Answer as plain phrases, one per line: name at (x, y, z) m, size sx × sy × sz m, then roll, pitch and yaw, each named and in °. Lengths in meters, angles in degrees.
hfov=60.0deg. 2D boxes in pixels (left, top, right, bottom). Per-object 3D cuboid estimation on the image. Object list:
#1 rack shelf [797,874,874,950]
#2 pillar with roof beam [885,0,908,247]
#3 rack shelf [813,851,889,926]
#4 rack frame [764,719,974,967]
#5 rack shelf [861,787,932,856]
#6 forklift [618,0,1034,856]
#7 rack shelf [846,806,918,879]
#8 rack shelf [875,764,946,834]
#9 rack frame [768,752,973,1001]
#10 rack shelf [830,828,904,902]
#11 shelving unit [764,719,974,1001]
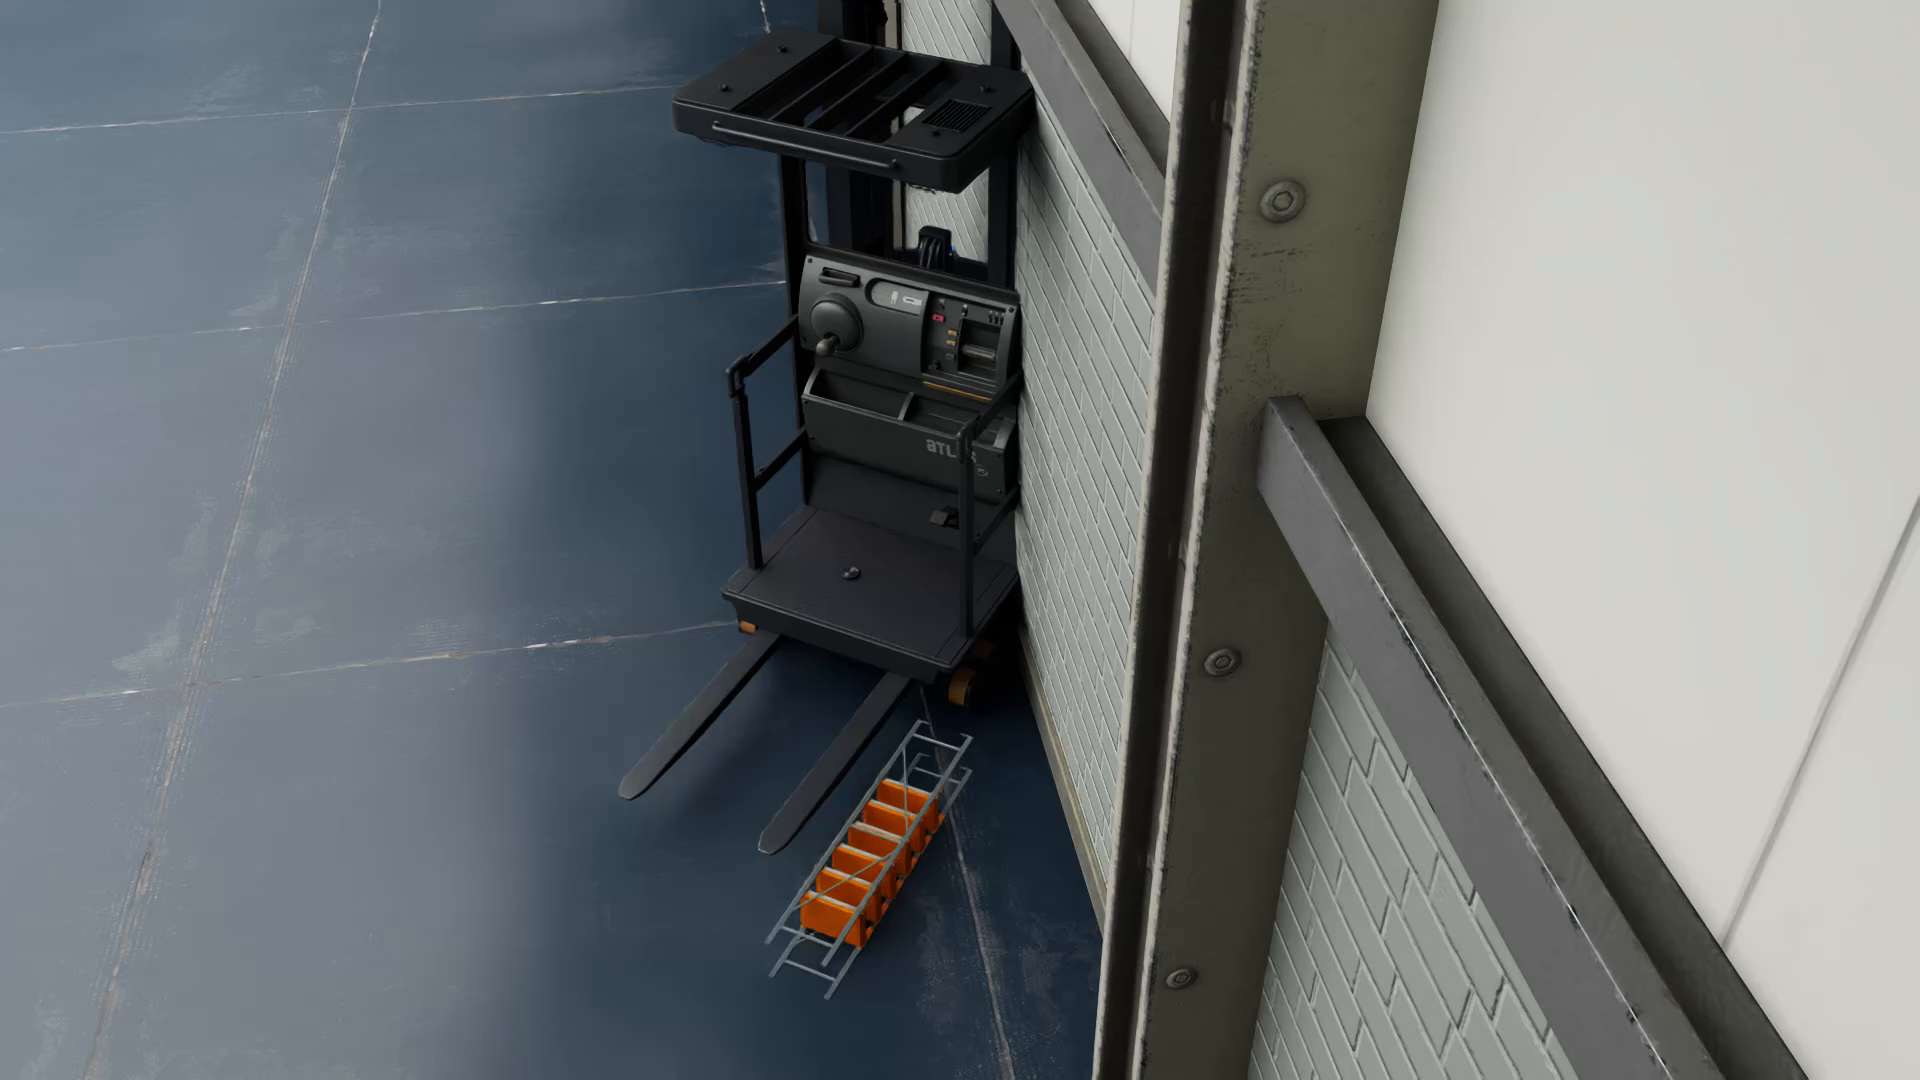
rack shelf at (-0.440, 1.319, 5.895) m, size 0.258 × 0.180 × 0.103 m, roll 16°, pitch 41°, yaw 19°
pillar with roof beam at (-4.713, -4.653, 6.404) m, size 9.100 × 9.000 × 0.400 m, roll -6°, pitch 38°, yaw -8°
rack shelf at (-0.390, 1.252, 5.981) m, size 0.258 × 0.180 × 0.103 m, roll 16°, pitch 41°, yaw 19°
rack frame at (-0.308, 1.071, 6.065) m, size 0.240 × 0.006 × 1.200 m, roll 16°, pitch 41°, yaw 19°
rack shelf at (-0.239, 1.051, 6.239) m, size 0.258 × 0.180 × 0.103 m, roll 16°, pitch 41°, yaw 19°
forklift at (-0.304, -0.779, 6.363) m, size 1.130 × 2.935 × 3.031 m, roll 17°, pitch 41°, yaw 20°
rack shelf at (-0.289, 1.118, 6.153) m, size 0.258 × 0.180 × 0.103 m, roll 16°, pitch 41°, yaw 19°
rack shelf at (-0.189, 0.984, 6.325) m, size 0.258 × 0.180 × 0.103 m, roll 16°, pitch 41°, yaw 19°
rack frame at (-0.308, 1.215, 6.177) m, size 0.240 × 0.006 × 1.200 m, roll 16°, pitch 41°, yaw 19°
rack shelf at (-0.339, 1.185, 6.067) m, size 0.258 × 0.180 × 0.103 m, roll 16°, pitch 41°, yaw 19°
shelving unit at (-0.308, 1.143, 6.121) m, size 0.258 × 0.189 × 1.200 m, roll 16°, pitch 41°, yaw 19°
